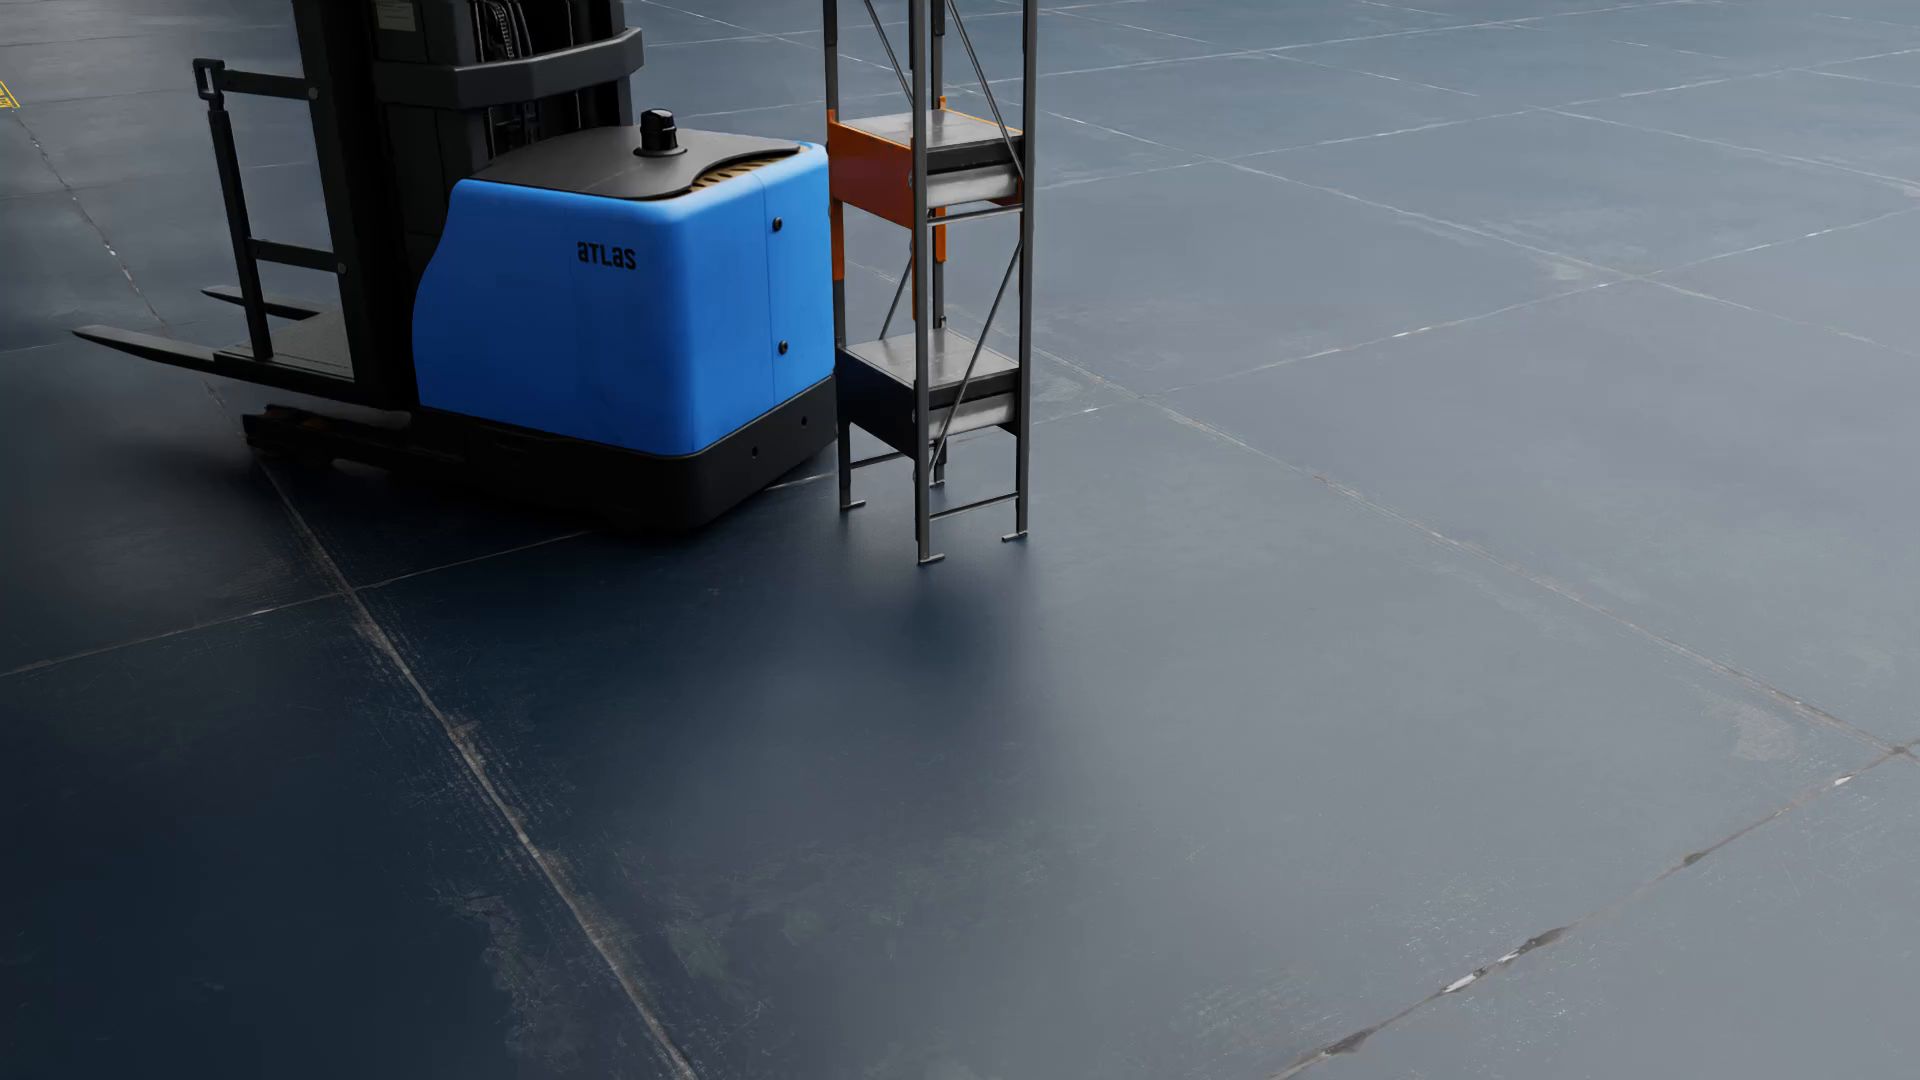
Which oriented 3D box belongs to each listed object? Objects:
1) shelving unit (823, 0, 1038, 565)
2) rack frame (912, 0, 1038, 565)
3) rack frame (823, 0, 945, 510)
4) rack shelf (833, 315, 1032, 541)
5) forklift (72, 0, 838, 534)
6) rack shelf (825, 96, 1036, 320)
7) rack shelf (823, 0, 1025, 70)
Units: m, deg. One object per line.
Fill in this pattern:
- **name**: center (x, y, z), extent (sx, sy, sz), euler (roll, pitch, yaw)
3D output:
- **shelving unit**: center (-0.090, -1.009, 4.927), extent (0.431, 2.100, 0.503), euler (-16, 29, -30)
- **rack frame**: center (0.043, -0.921, 4.742), extent (0.400, 2.100, 0.015), euler (-16, 29, -30)
- **rack frame**: center (-0.224, -1.096, 5.112), extent (0.400, 2.100, 0.015), euler (-16, 29, -30)
- **rack shelf**: center (-0.090, -0.363, 5.232), extent (0.431, 0.518, 0.480), euler (-16, 29, -30)
- **forklift**: center (-1.944, -1.769, 5.563), extent (3.031, 2.935, 1.130), euler (12, 28, 24)
- **rack shelf**: center (-0.090, -0.996, 4.933), extent (0.431, 0.518, 0.480), euler (-16, 29, -30)
- **rack shelf**: center (-0.090, -1.629, 4.634), extent (0.431, 0.518, 0.480), euler (-16, 29, -30)
